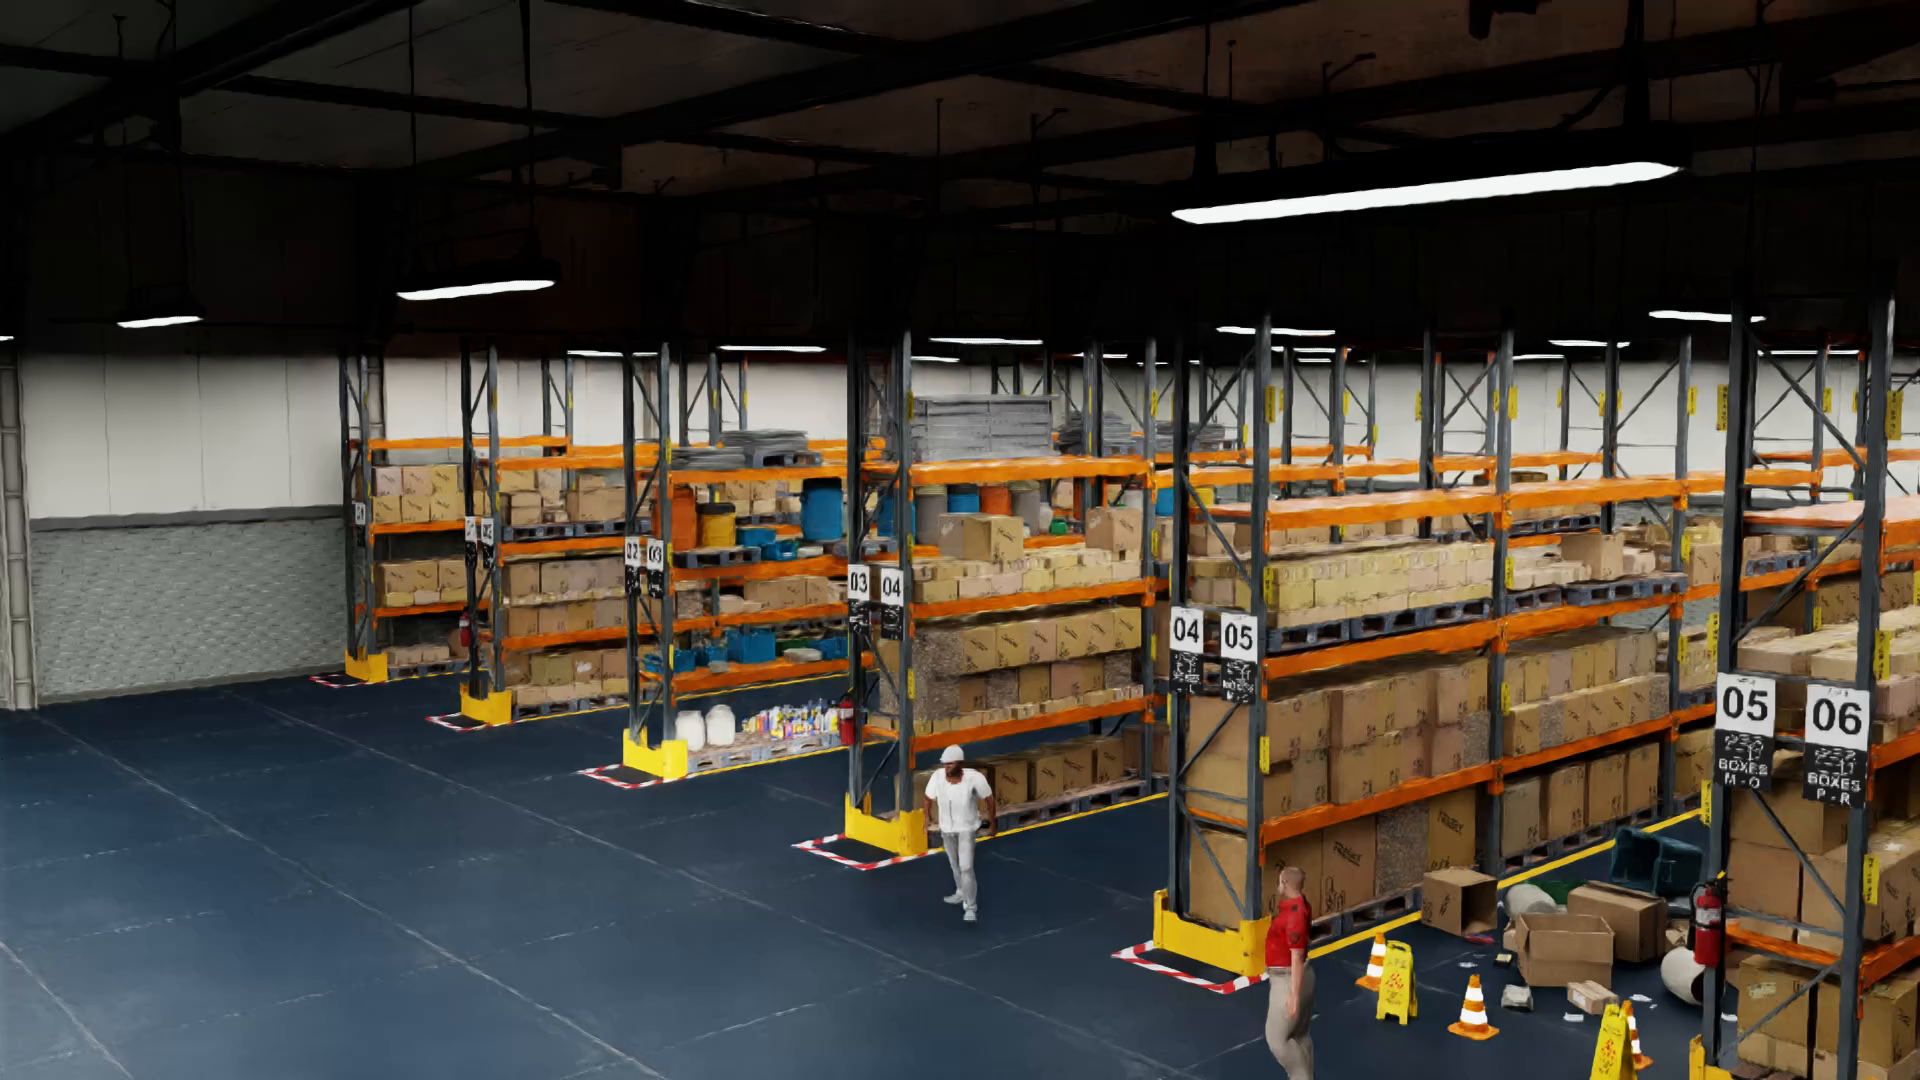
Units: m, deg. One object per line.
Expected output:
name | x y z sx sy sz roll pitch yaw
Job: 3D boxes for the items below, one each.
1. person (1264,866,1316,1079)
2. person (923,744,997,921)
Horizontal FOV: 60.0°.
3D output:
person | 2.409 3.223 12.011 0.426 1.720 0.659 2 5 17
person | 0.000 2.838 16.434 0.713 1.698 0.809 3 6 30
